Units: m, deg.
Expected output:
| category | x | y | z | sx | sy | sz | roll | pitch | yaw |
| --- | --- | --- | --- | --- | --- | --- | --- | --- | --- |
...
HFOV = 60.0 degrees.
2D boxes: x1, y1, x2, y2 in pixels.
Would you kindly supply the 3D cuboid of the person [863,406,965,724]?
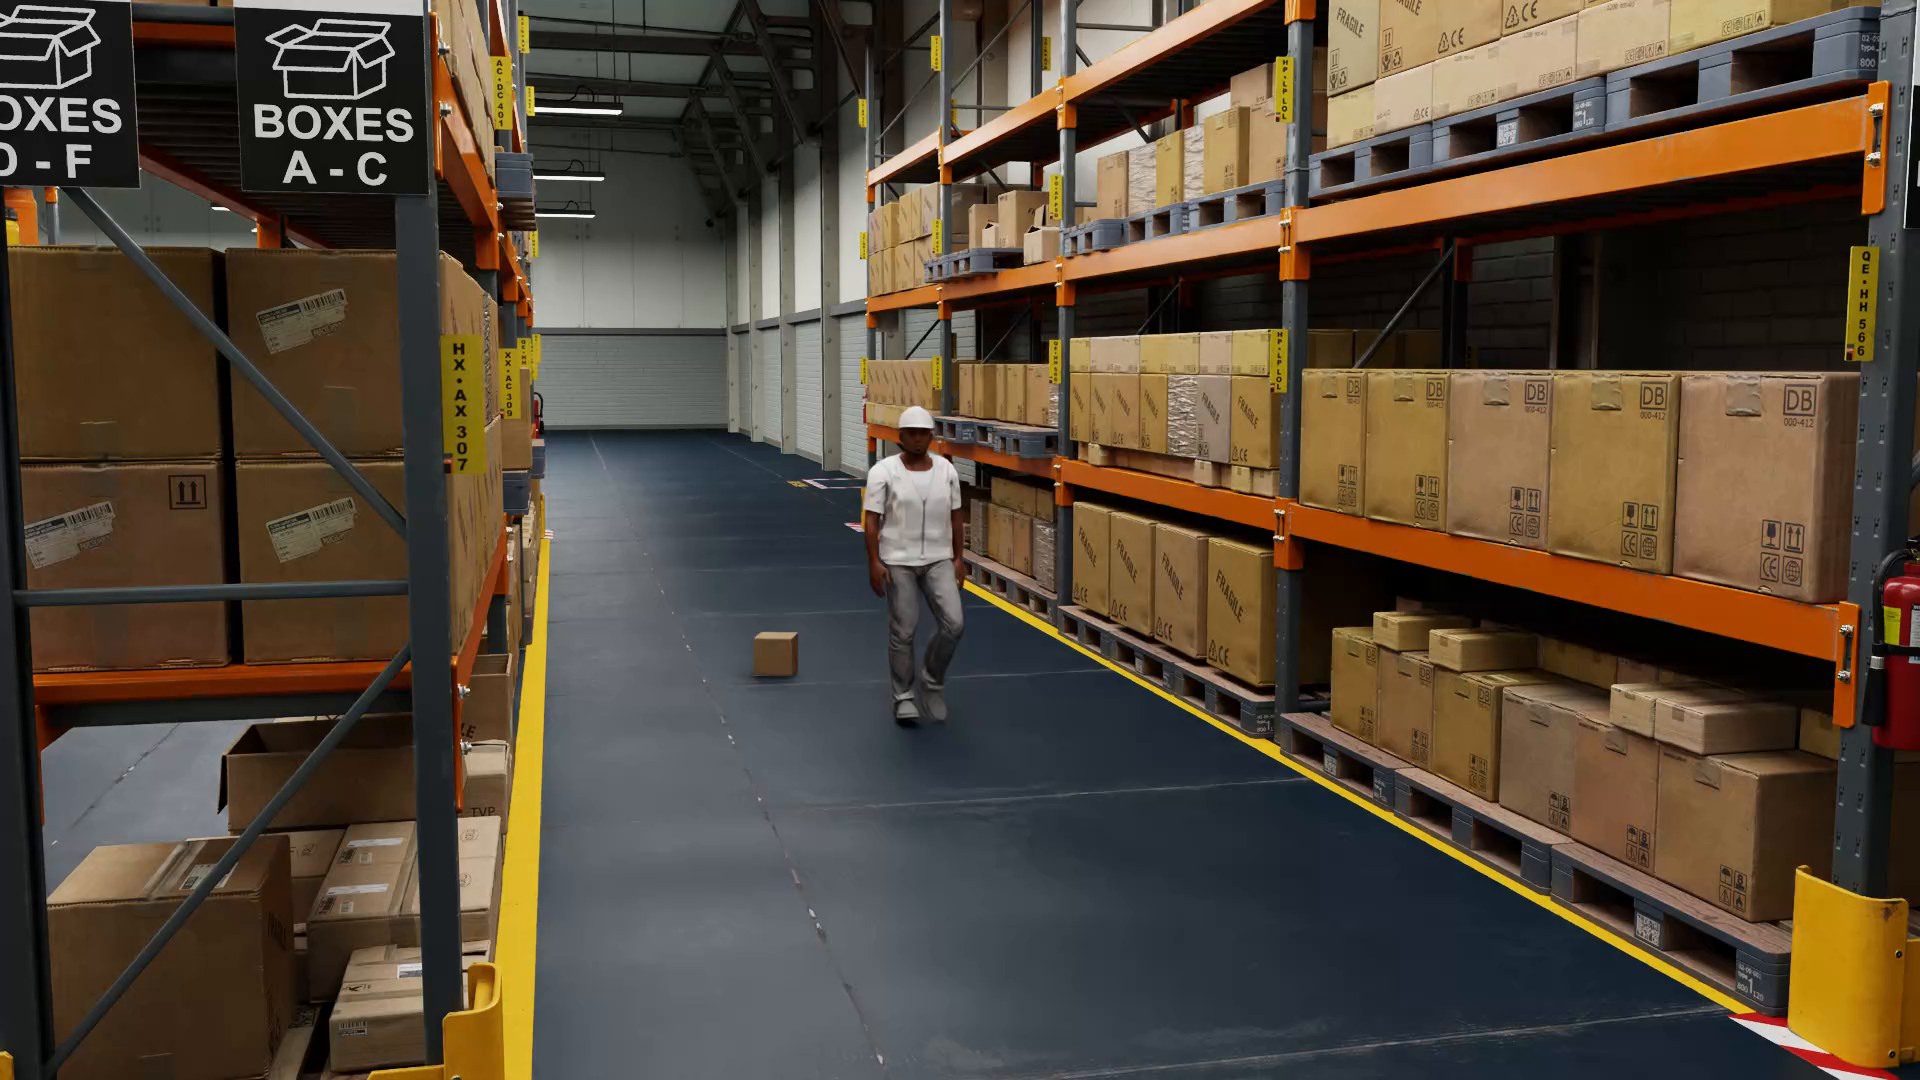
| category | x | y | z | sx | sy | sz | roll | pitch | yaw |
| --- | --- | --- | --- | --- | --- | --- | --- | --- | --- |
| person | -0.232 | 0.153 | 9.305 | 0.599 | 1.794 | 0.468 | -2 | 6 | -16 |
